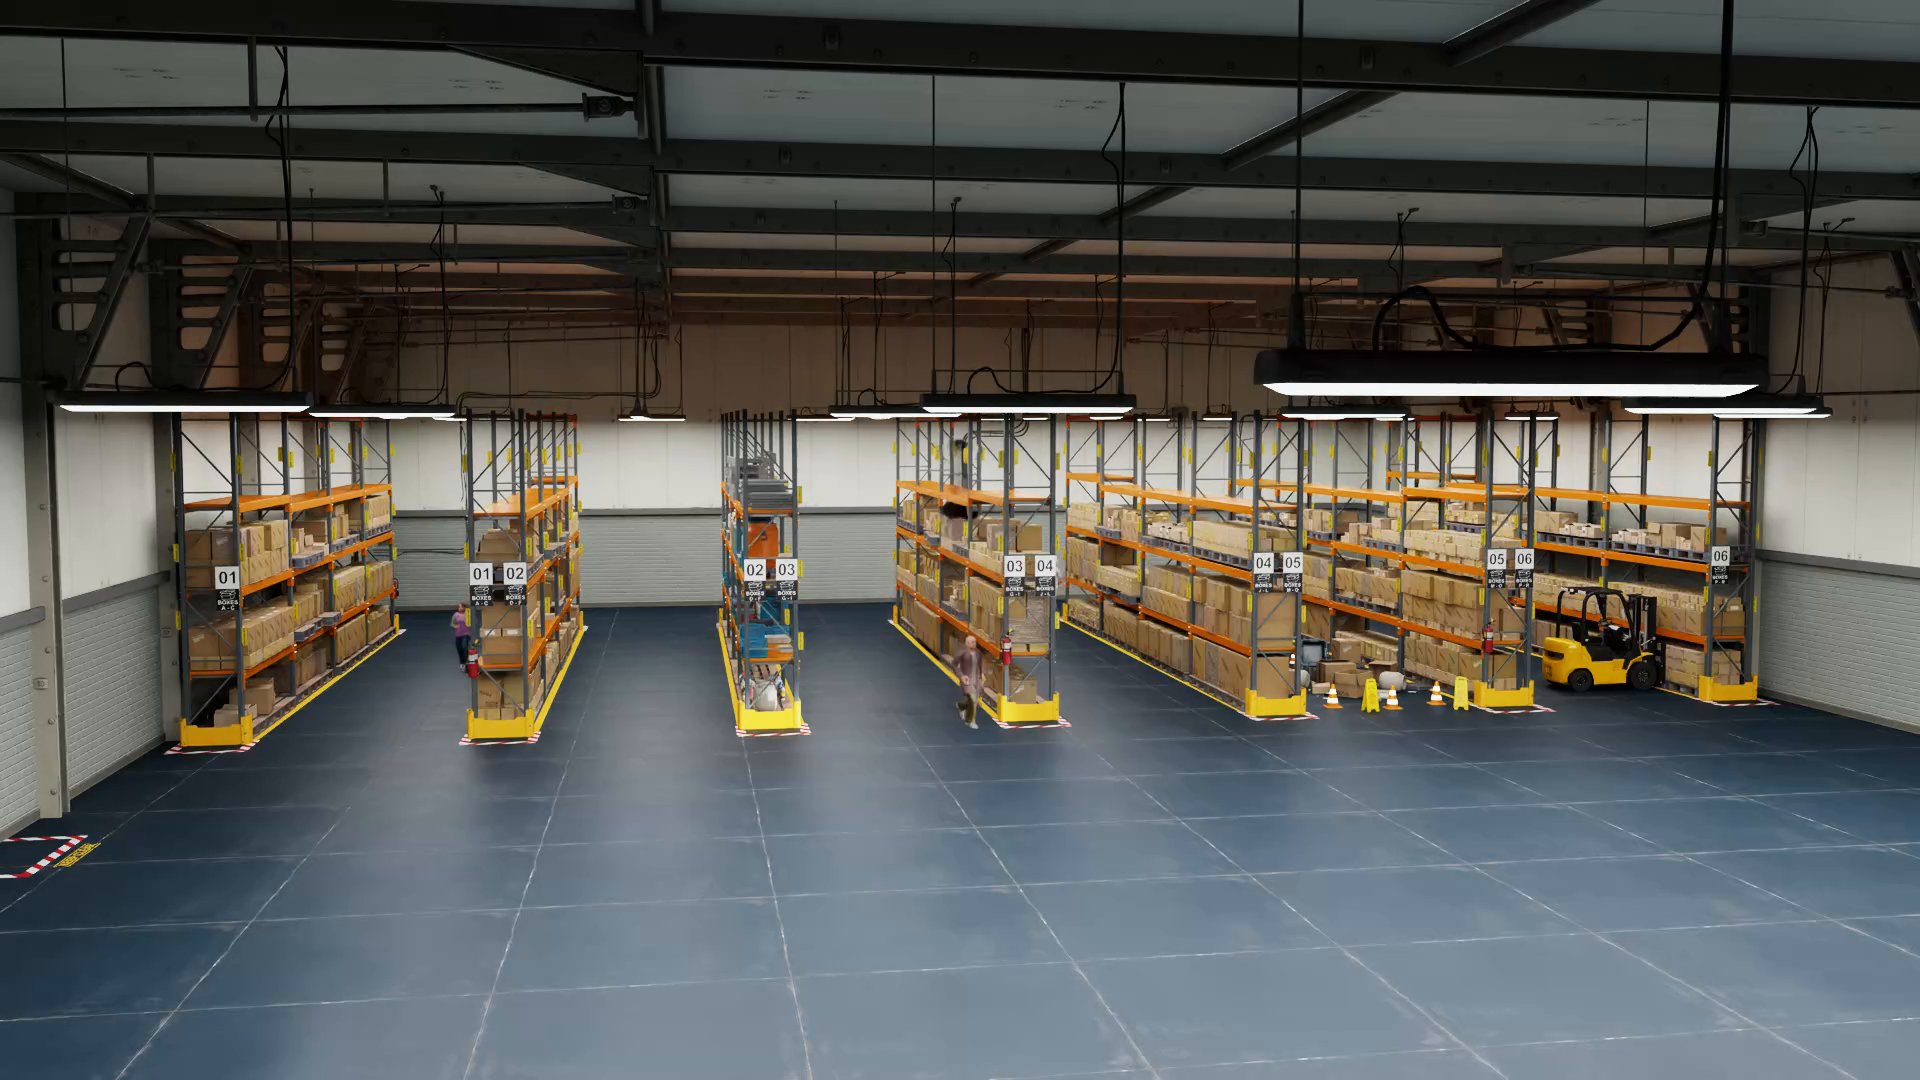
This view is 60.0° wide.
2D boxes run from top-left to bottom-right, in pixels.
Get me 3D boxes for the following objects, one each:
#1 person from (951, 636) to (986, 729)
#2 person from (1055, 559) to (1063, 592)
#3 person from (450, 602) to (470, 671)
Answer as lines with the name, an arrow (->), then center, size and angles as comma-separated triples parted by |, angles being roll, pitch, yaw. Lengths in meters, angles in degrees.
person -> 0.112, 2.680, 31.514 | 0.750, 1.752, 0.722 | -3, 5, -40
person -> 2.780, 1.405, 49.590 | 0.703, 1.735, 0.576 | 4, 5, 42
person -> -11.518, 2.239, 38.486 | 0.507, 1.604, 0.667 | 0, 4, -5
